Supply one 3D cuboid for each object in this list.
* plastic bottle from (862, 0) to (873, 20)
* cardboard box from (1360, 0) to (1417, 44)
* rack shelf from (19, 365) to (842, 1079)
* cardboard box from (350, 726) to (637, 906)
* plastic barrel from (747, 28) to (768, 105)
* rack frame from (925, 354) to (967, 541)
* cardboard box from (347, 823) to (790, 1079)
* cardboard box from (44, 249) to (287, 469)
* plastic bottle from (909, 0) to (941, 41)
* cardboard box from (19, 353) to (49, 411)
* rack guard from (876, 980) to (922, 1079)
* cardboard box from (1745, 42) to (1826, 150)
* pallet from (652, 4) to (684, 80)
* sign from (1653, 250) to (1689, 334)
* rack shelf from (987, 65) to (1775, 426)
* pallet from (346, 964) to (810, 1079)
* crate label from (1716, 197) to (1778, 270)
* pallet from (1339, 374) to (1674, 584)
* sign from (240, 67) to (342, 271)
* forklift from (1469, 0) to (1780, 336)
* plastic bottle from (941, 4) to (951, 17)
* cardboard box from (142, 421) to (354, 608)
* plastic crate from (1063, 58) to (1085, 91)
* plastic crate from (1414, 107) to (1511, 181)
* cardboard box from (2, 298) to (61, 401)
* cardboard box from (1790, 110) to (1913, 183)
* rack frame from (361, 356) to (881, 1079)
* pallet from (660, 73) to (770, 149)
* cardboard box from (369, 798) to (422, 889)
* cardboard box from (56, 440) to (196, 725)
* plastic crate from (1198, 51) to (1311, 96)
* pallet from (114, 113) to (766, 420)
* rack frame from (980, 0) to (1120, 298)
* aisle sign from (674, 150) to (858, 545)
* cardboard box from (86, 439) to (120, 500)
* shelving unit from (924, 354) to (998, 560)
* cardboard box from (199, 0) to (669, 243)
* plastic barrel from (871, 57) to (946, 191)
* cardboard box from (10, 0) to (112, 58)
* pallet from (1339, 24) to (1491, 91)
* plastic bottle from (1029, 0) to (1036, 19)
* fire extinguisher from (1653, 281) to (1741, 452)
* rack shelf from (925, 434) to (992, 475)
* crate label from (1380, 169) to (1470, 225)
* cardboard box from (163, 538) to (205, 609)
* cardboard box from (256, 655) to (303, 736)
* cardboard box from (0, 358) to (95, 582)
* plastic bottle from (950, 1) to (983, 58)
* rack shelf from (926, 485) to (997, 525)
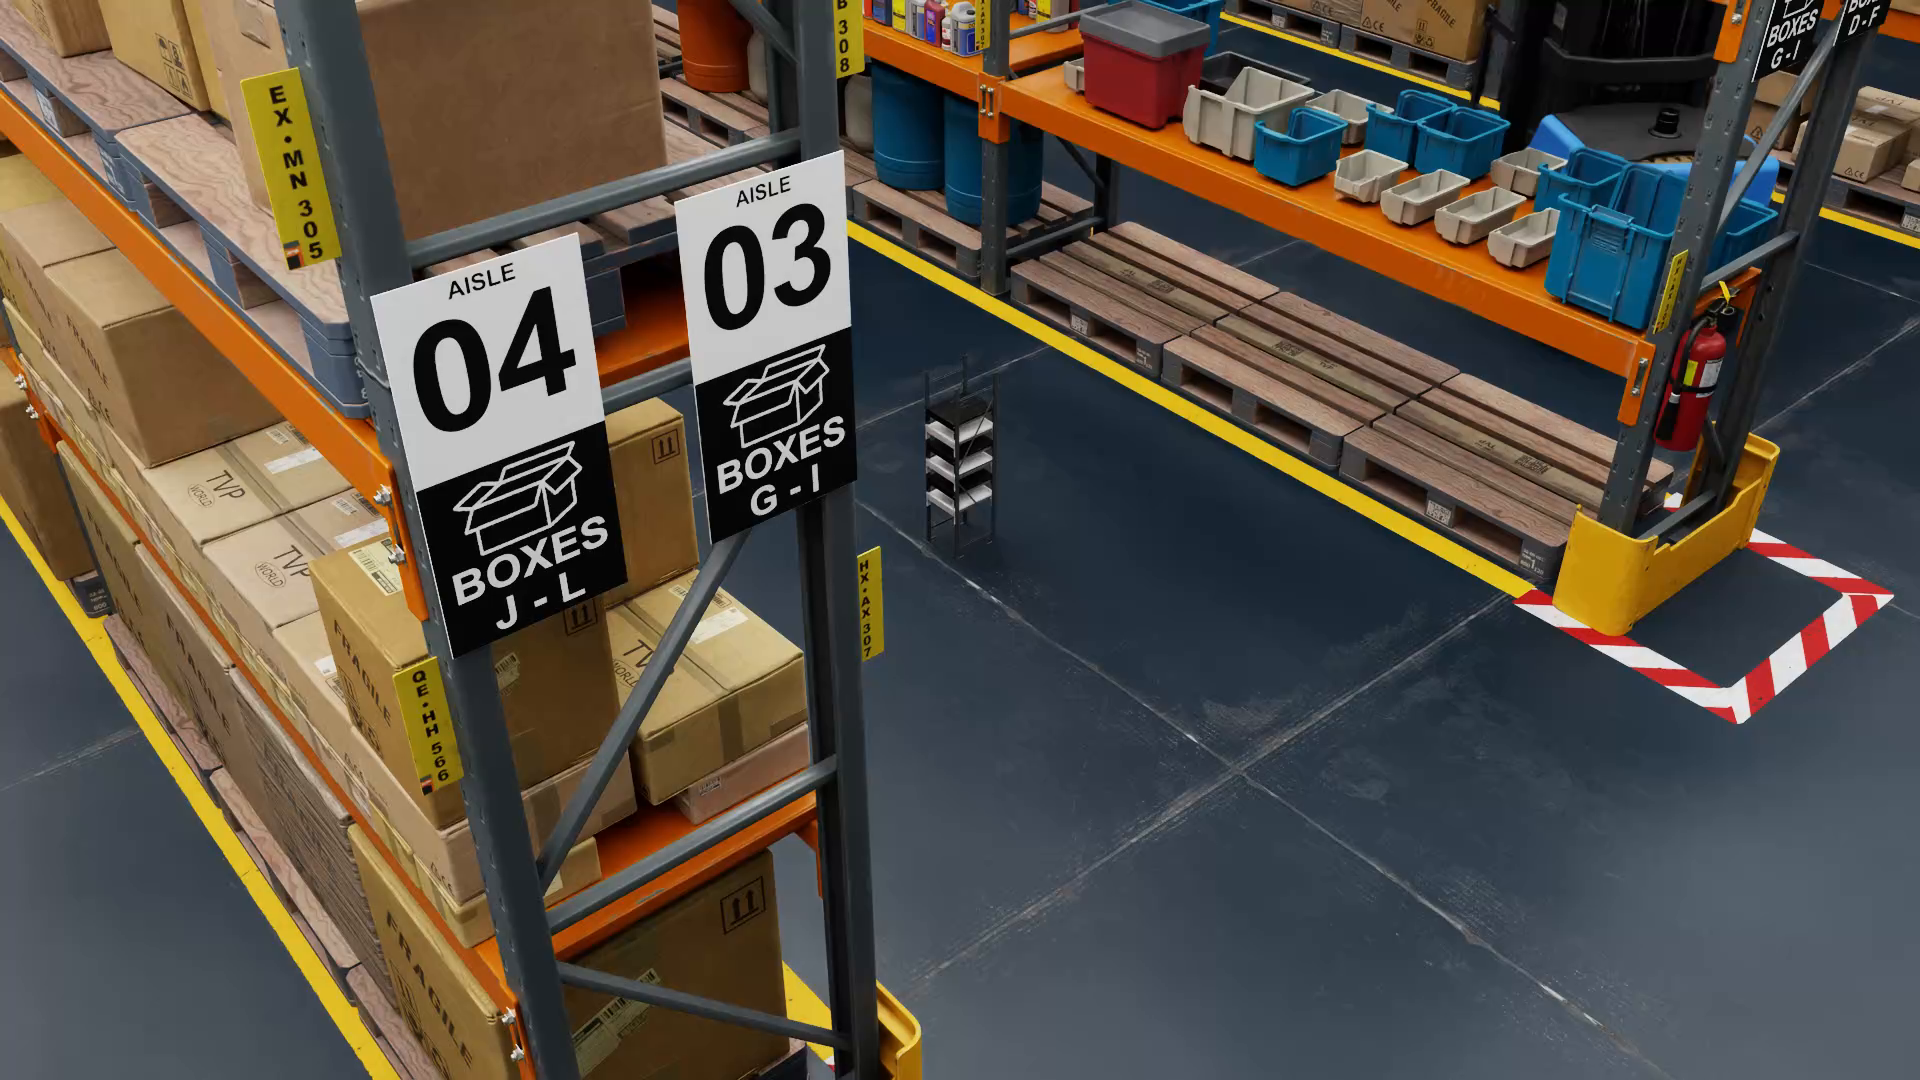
[{"bbox_3d":[-0.520,-3.244,9.842,0.152,0.276,0.135,-26,43,-32],"label":"plastic bottle"},{"bbox_3d":[3.479,-4.195,12.860,0.500,0.500,0.500,-26,43,-32],"label":"cardboard box"},{"bbox_3d":[-1.951,0.167,5.542,1.077,0.370,4.000,-26,43,-32],"label":"rack shelf"},{"bbox_3d":[-1.175,0.581,4.207,0.500,0.250,0.500,-27,43,-32],"label":"cardboard box"},{"bbox_3d":[-1.278,-3.354,11.679,0.421,0.512,0.421,0,35,0],"label":"plastic barrel"},{"bbox_3d":[-0.060,-0.409,7.548,0.240,0.900,0.006,-26,43,-32],"label":"rack frame"},{"bbox_3d":[-1.134,1.199,4.937,0.875,0.875,0.875,-26,43,-32],"label":"cardboard box"},{"bbox_3d":[-2.476,-0.621,5.255,0.500,0.500,0.500,-28,44,-33],"label":"cardboard box"},{"bbox_3d":[-0.195,-3.021,9.528,0.152,0.276,0.135,-26,43,-32],"label":"plastic bottle"},{"bbox_3d":[-3.304,-0.653,6.294,0.380,0.149,0.250,-26,43,-32],"label":"cardboard box"},{"bbox_3d":[-0.644,1.787,4.795,1.175,0.500,0.348,-26,43,-32],"label":"rack guard"},{"bbox_3d":[5.545,-3.036,11.221,0.797,0.503,0.637,-26,43,-32],"label":"cardboard box"},{"bbox_3d":[-2.509,-3.842,12.992,1.003,0.211,1.213,-26,43,-32],"label":"pallet"},{"bbox_3d":[2.714,-0.945,6.348,0.100,0.325,0.005,-26,43,-32],"label":"sign"},{"bbox_3d":[1.833,-1.681,8.150,1.077,0.370,4.000,-26,43,-32],"label":"rack shelf"},{"bbox_3d":[-1.236,1.570,5.350,1.003,0.211,1.213,-26,43,-32],"label":"pallet"},{"bbox_3d":[3.216,-1.279,7.054,0.416,0.233,0.303,-26,43,-32],"label":"crate label"},{"bbox_3d":[2.621,-0.332,8.036,1.003,0.211,1.213,-26,43,-32],"label":"pallet"},{"bbox_3d":[-1.083,-0.601,2.710,0.100,0.325,0.005,-26,43,-32],"label":"sign"},{"bbox_3d":[3.674,-3.119,9.618,1.130,2.935,3.031,-3,35,-4],"label":"forklift"},{"bbox_3d":[-0.094,-2.952,9.495,0.097,0.201,0.097,0,35,0],"label":"plastic bottle"},{"bbox_3d":[-2.170,-0.096,5.163,0.500,0.250,0.500,-26,43,-32],"label":"cardboard box"},{"bbox_3d":[0.734,-2.515,8.882,0.396,0.136,0.243,-26,43,-32],"label":"plastic crate"},{"bbox_3d":[2.366,-1.860,7.875,0.416,0.233,0.300,-26,43,-32],"label":"plastic crate"},{"bbox_3d":[-3.138,-0.765,6.107,0.500,0.250,0.500,-27,43,-33],"label":"cardboard box"},{"bbox_3d":[5.781,-2.573,10.786,0.500,0.250,0.500,-26,43,-32],"label":"cardboard box"},{"bbox_3d":[-0.660,0.756,4.087,1.000,3.000,0.127,-26,43,-32],"label":"rack frame"},{"bbox_3d":[-1.498,-3.153,12.019,1.003,0.211,1.213,-26,43,-32],"label":"pallet"},{"bbox_3d":[-1.310,0.710,4.369,0.380,0.149,0.250,-26,43,-31],"label":"cardboard box"},{"bbox_3d":[-2.876,0.007,6.620,0.875,0.875,0.875,-26,43,-32],"label":"cardboard box"},{"bbox_3d":[1.470,-2.375,8.695,0.437,0.125,0.590,-26,43,-32],"label":"plastic crate"},{"bbox_3d":[-1.147,-0.755,3.703,1.003,0.211,1.213,-26,43,-32],"label":"pallet"},{"bbox_3d":[0.542,-2.857,9.189,1.000,3.000,0.127,-26,43,-32],"label":"rack frame"},{"bbox_3d":[-0.384,-0.385,3.449,0.394,0.787,0.004,-26,43,-32],"label":"aisle sign"},{"bbox_3d":[-2.793,-0.305,5.803,0.380,0.149,0.250,-27,44,-33],"label":"cardboard box"},{"bbox_3d":[0.005,-0.364,7.485,0.258,0.900,0.210,-26,43,-32],"label":"shelving unit"},{"bbox_3d":[-1.036,-0.931,3.337,0.700,0.500,0.500,-29,44,-34],"label":"cardboard box"},{"bbox_3d":[-0.253,-2.731,10.464,0.600,0.901,0.708,-26,43,-32],"label":"plastic barrel"},{"bbox_3d":[-2.118,-1.641,4.340,0.700,0.500,0.500,-24,42,-30],"label":"cardboard box"},{"bbox_3d":[3.775,-3.910,13.088,1.003,0.211,1.213,-26,43,-32],"label":"pallet"},{"bbox_3d":[0.457,-3.200,9.845,0.097,0.201,0.097,0,35,0],"label":"plastic bottle"},{"bbox_3d":[2.874,-0.671,6.492,0.296,0.674,0.183,-26,43,-32],"label":"fire extinguisher"},{"bbox_3d":[0.005,-0.410,7.452,0.258,0.077,0.200,-26,43,-32],"label":"rack shelf"},{"bbox_3d":[2.085,-1.548,7.516,0.396,0.136,0.243,-26,43,-32],"label":"crate label"},{"bbox_3d":[-2.297,0.035,5.323,0.380,0.149,0.250,-27,44,-33],"label":"cardboard box"},{"bbox_3d":[-1.801,0.374,4.844,0.380,0.149,0.250,-27,43,-33],"label":"cardboard box"},{"bbox_3d":[-3.669,-0.589,7.462,1.225,0.875,0.875,-26,43,-32],"label":"cardboard box"},{"bbox_3d":[0.041,-2.860,9.300,0.152,0.276,0.135,-26,43,-32],"label":"plastic bottle"},{"bbox_3d":[0.005,-0.190,7.608,0.258,0.077,0.200,-26,43,-32],"label":"rack shelf"}]
